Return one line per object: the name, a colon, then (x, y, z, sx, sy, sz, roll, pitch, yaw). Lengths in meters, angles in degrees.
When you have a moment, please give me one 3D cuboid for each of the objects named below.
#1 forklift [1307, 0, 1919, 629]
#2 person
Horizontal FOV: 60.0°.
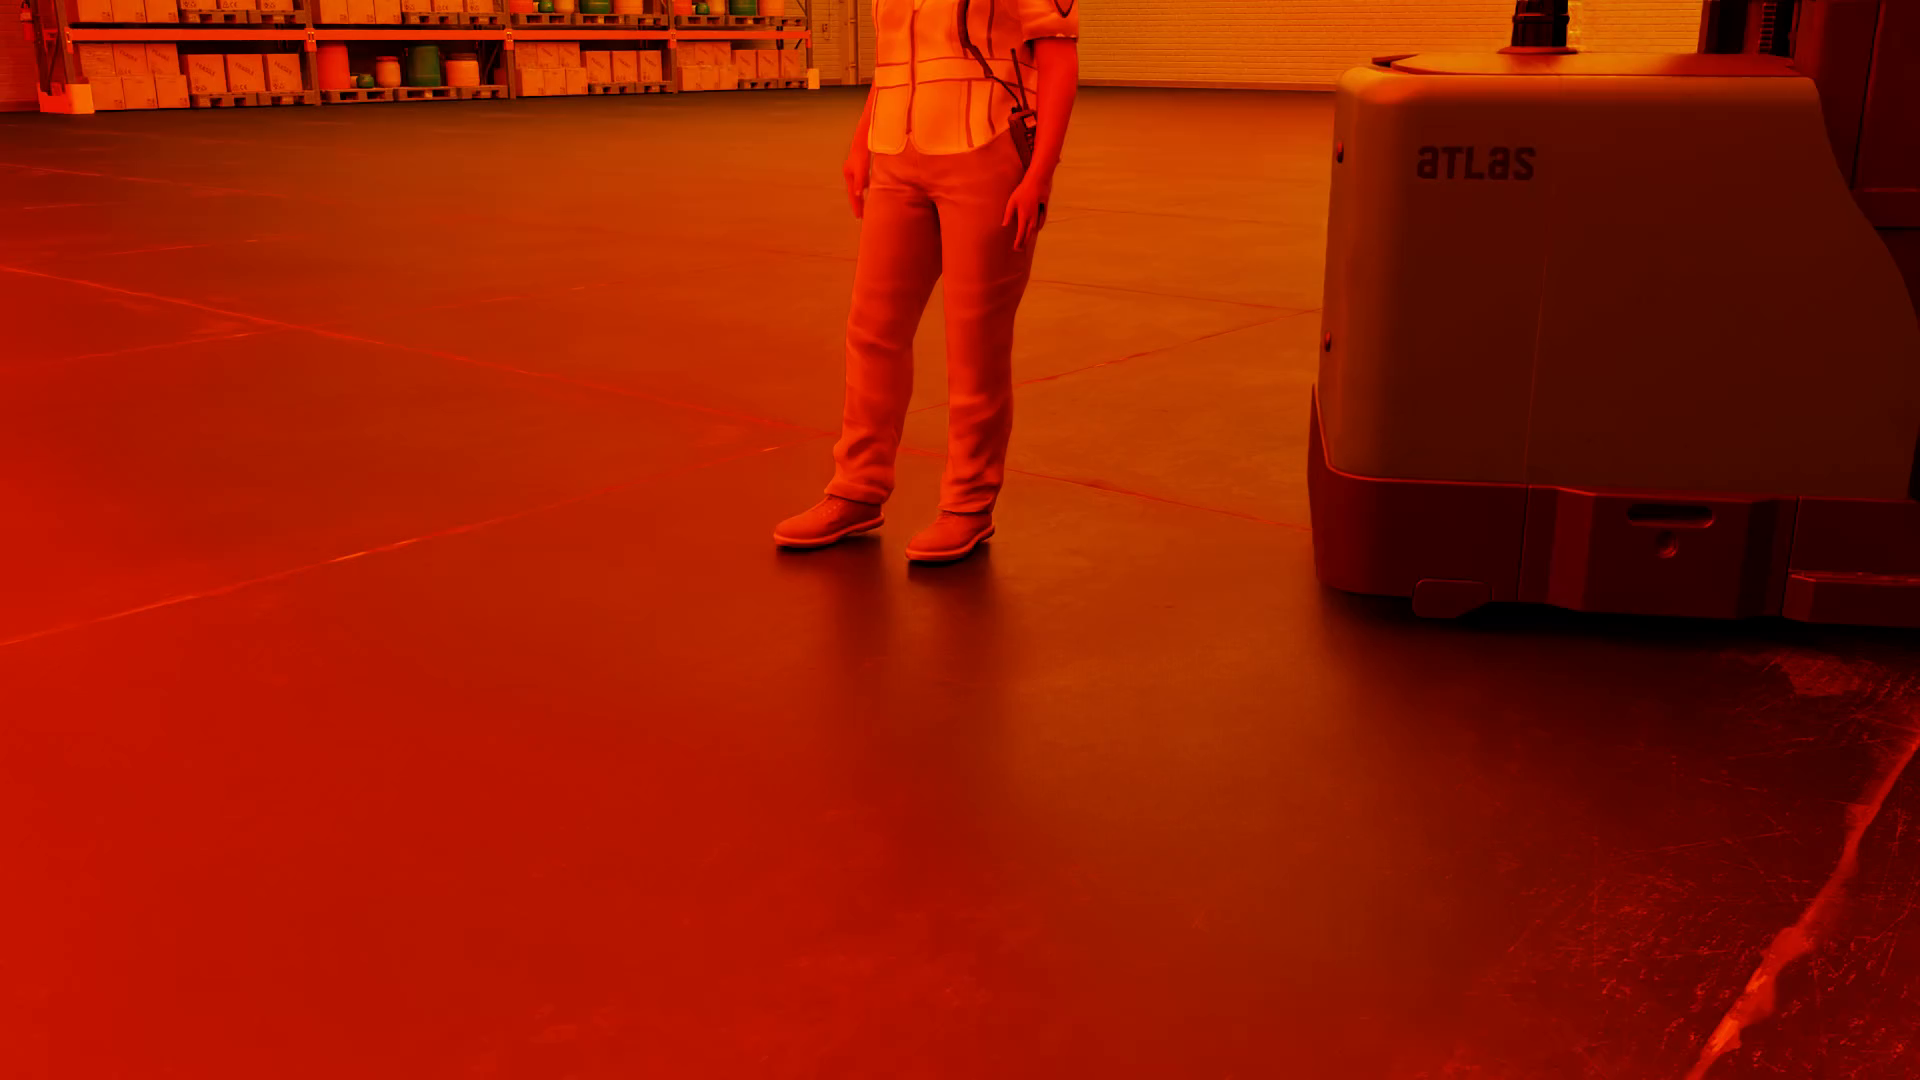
forklift: (2.306, -1.303, 3.188, 3.031, 2.935, 1.130, 3, 17, 9)
person: (-0.066, -0.792, 3.655, 0.598, 1.670, 0.529, 13, 21, 37)
